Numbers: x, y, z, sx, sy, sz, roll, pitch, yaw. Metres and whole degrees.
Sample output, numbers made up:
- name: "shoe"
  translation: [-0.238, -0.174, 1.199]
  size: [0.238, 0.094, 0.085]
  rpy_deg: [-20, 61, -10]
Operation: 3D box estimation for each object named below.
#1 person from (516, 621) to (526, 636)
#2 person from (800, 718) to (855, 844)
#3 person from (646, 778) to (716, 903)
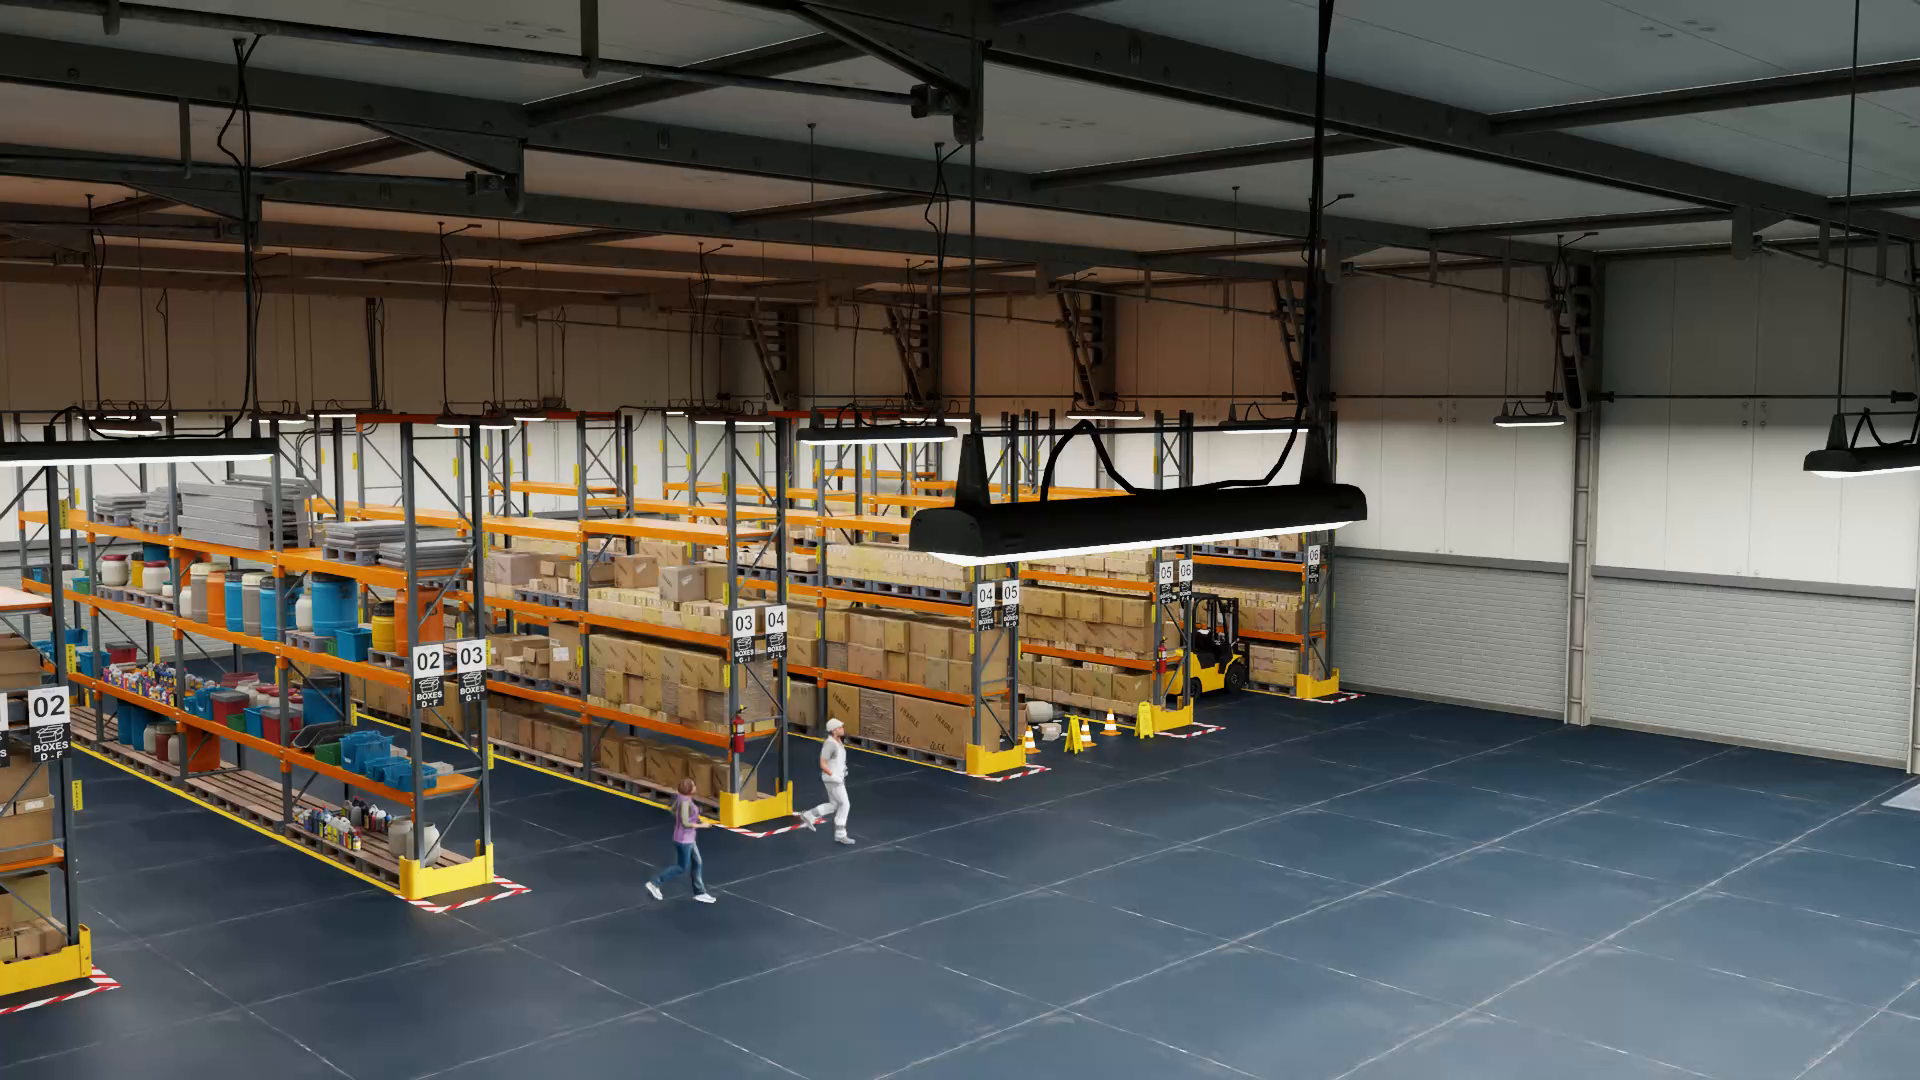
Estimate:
- name: "person"
  translation: [-10.824, 1.980, 40.821]
  size: [0.498, 1.621, 0.650]
  rpy_deg: [-1, 5, -7]
- name: "person"
  translation: [-1.879, 3.407, 23.576]
  size: [0.790, 1.785, 0.672]
  rpy_deg: [0, 5, 1]
- name: "person"
  translation: [-3.473, 3.748, 20.675]
  size: [0.860, 1.598, 0.549]
  rpy_deg: [-1, 5, -11]
